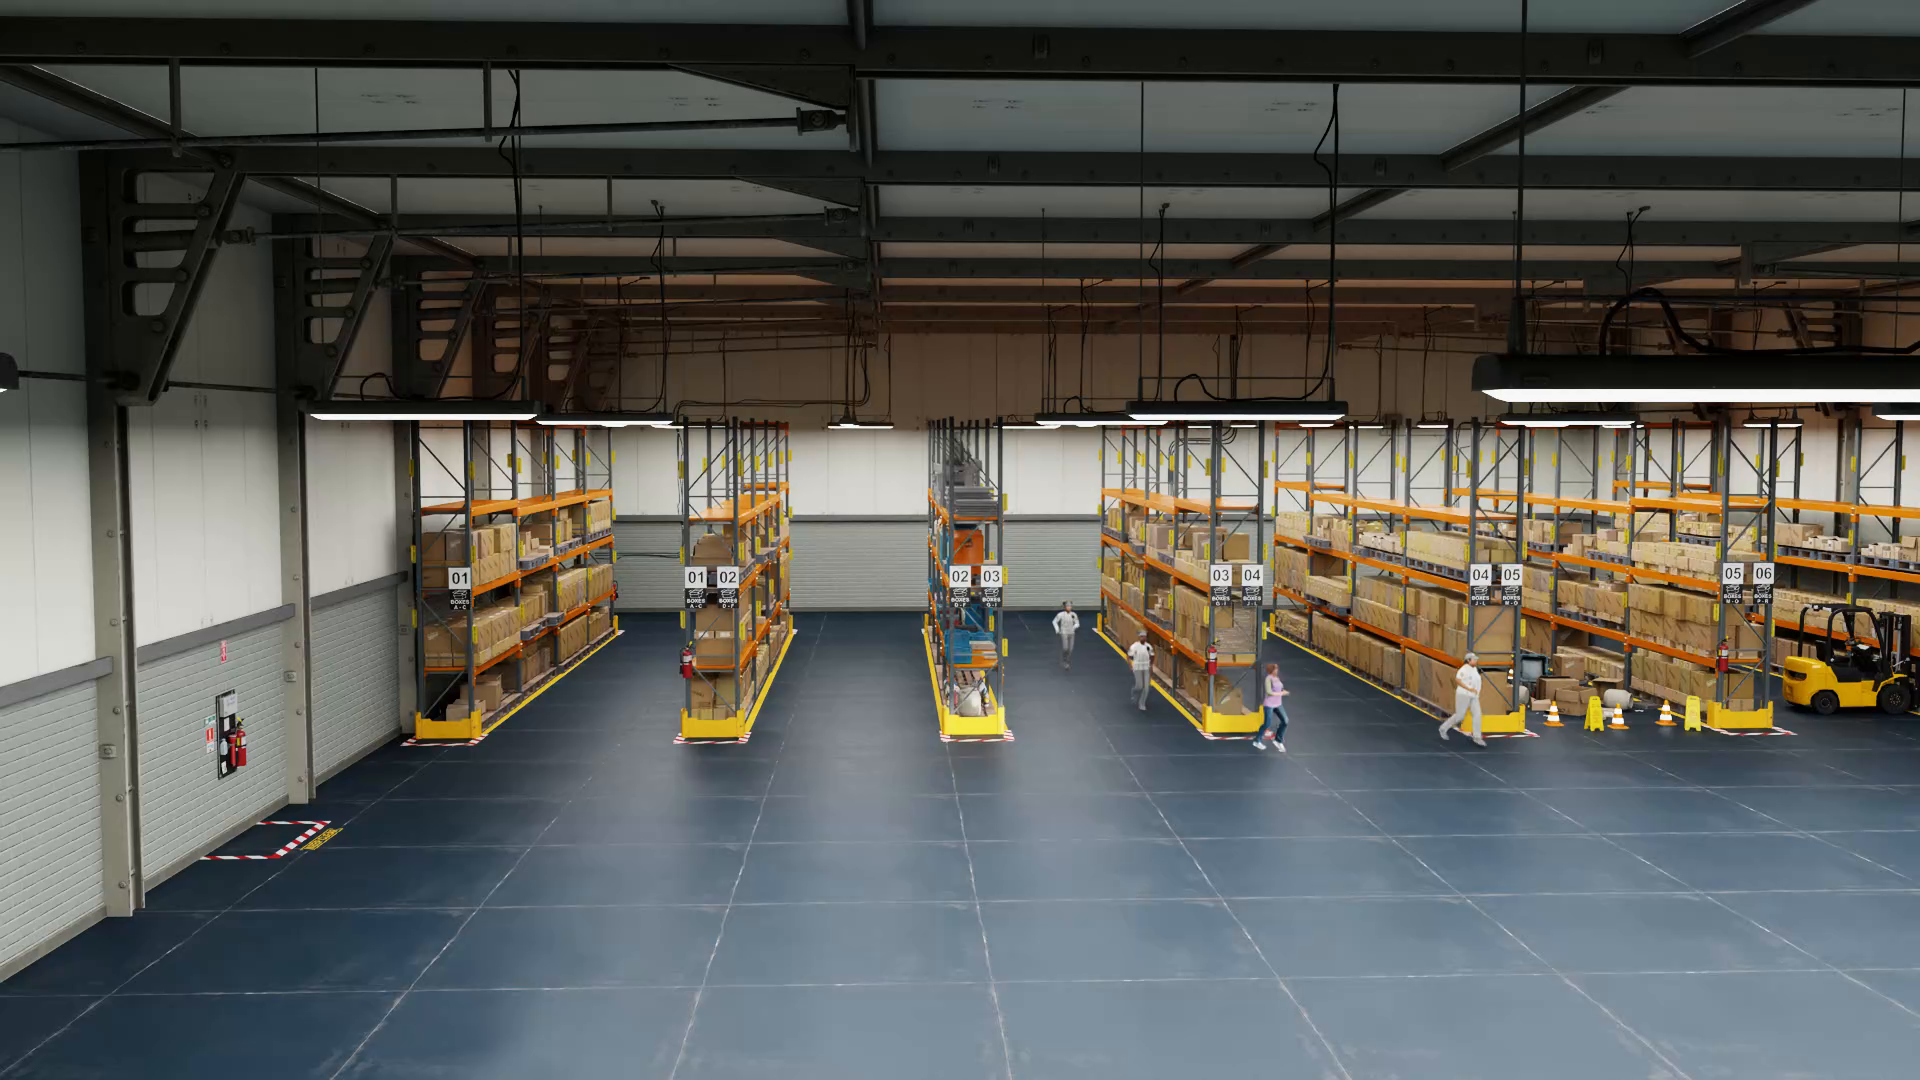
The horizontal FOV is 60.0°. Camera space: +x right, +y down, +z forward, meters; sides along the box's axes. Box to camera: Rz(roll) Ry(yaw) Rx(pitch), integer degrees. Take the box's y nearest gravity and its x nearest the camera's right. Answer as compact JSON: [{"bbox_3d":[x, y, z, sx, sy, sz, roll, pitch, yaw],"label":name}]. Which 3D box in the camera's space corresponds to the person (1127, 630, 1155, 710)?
[{"bbox_3d":[3.748,2.666,34.271,0.588,1.646,0.563,-1,4,-9],"label":"person"}]

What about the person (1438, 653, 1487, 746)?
[{"bbox_3d":[9.357,2.902,30.583,0.691,1.649,0.925,-3,5,-40],"label":"person"}]

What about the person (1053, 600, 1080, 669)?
[{"bbox_3d":[2.583,2.276,39.906,0.593,1.655,0.624,-1,4,-12],"label":"person"}]

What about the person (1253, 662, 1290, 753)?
[{"bbox_3d":[5.596,2.988,29.697,0.526,1.627,0.694,-4,5,-44],"label":"person"}]
